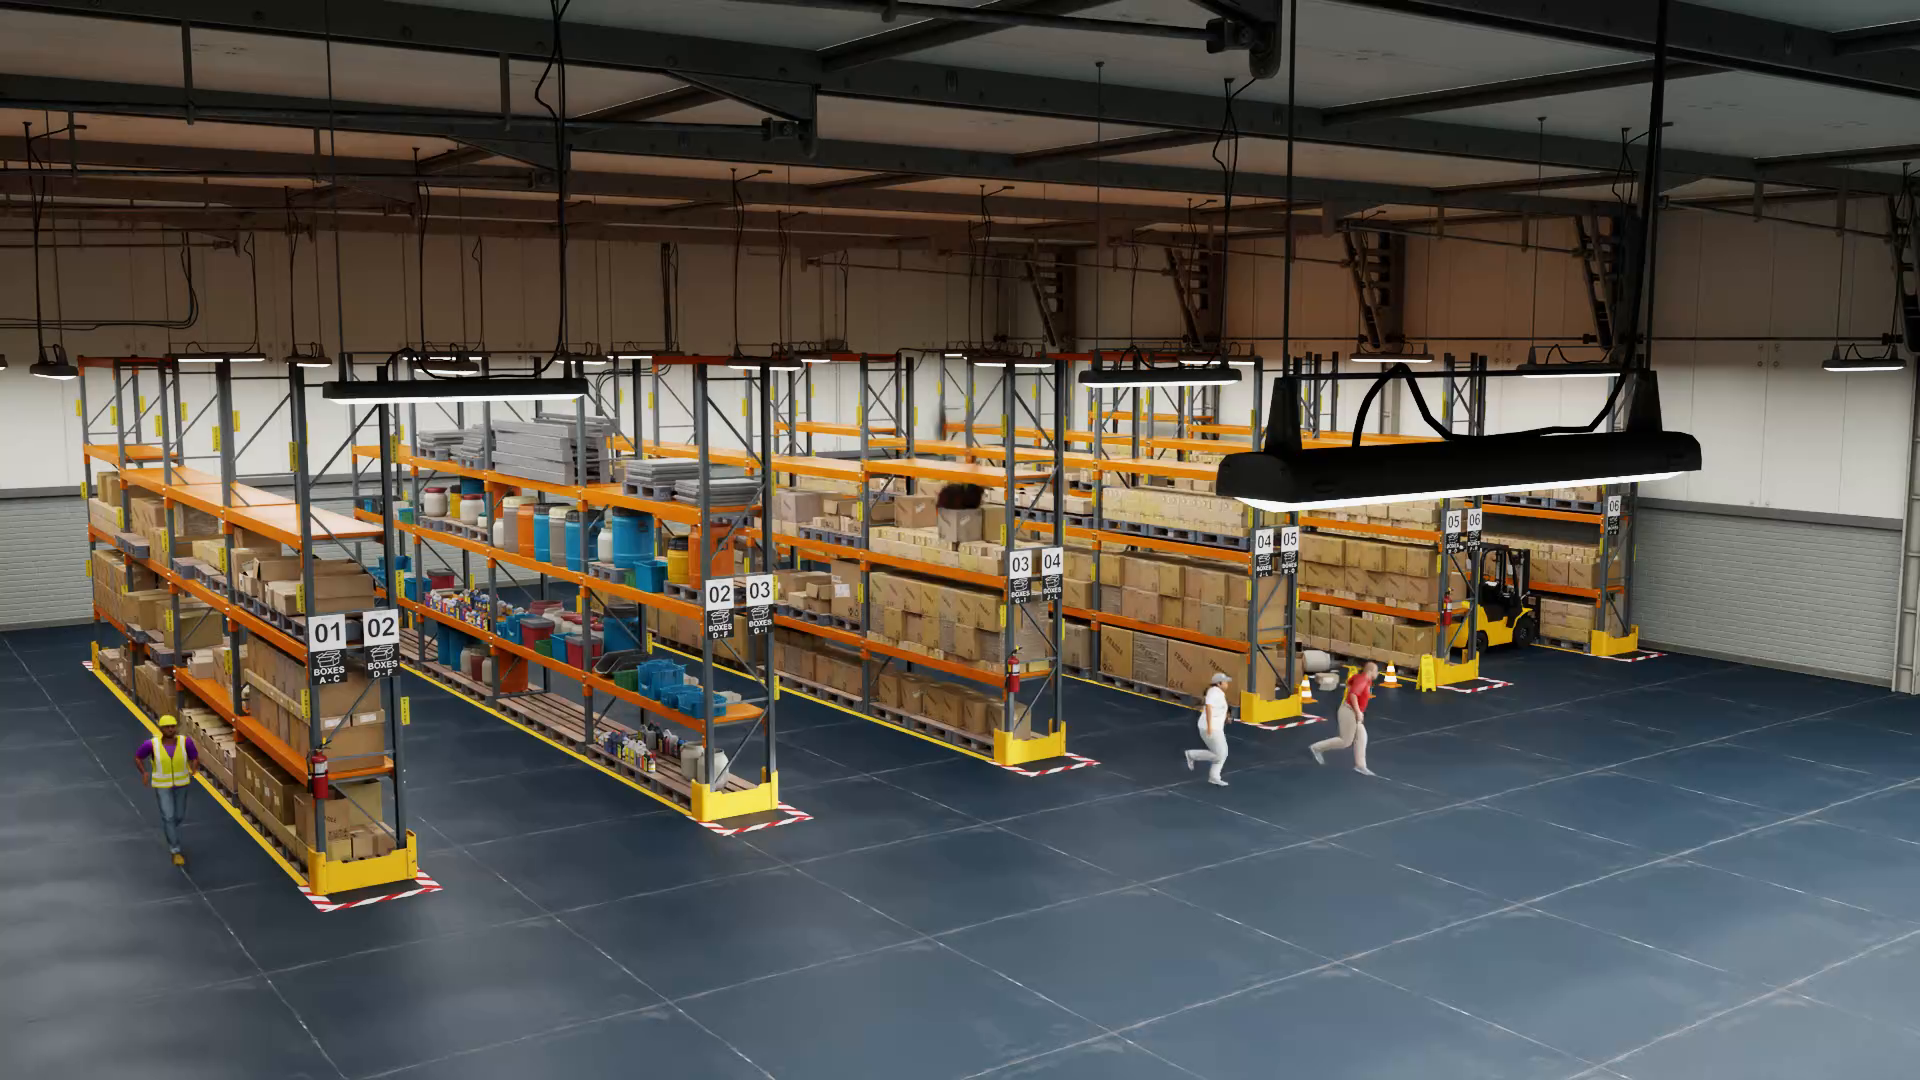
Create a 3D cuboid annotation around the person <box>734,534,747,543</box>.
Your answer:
[{"bbox_3d":[-5.514,0.573,40.453,0.742,1.741,0.544,2,7,13],"label":"person"}]

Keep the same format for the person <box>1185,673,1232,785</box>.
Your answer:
[{"bbox_3d":[3.542,2.694,23.655,0.667,1.630,0.637,1,7,6],"label":"person"}]

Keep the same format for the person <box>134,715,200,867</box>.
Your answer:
[{"bbox_3d":[-9.621,3.000,20.269,0.700,1.774,0.972,-5,9,-38],"label":"person"}]

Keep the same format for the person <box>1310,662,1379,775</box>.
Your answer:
[{"bbox_3d":[5.606,2.601,24.279,0.958,1.692,0.677,1,7,6],"label":"person"}]
